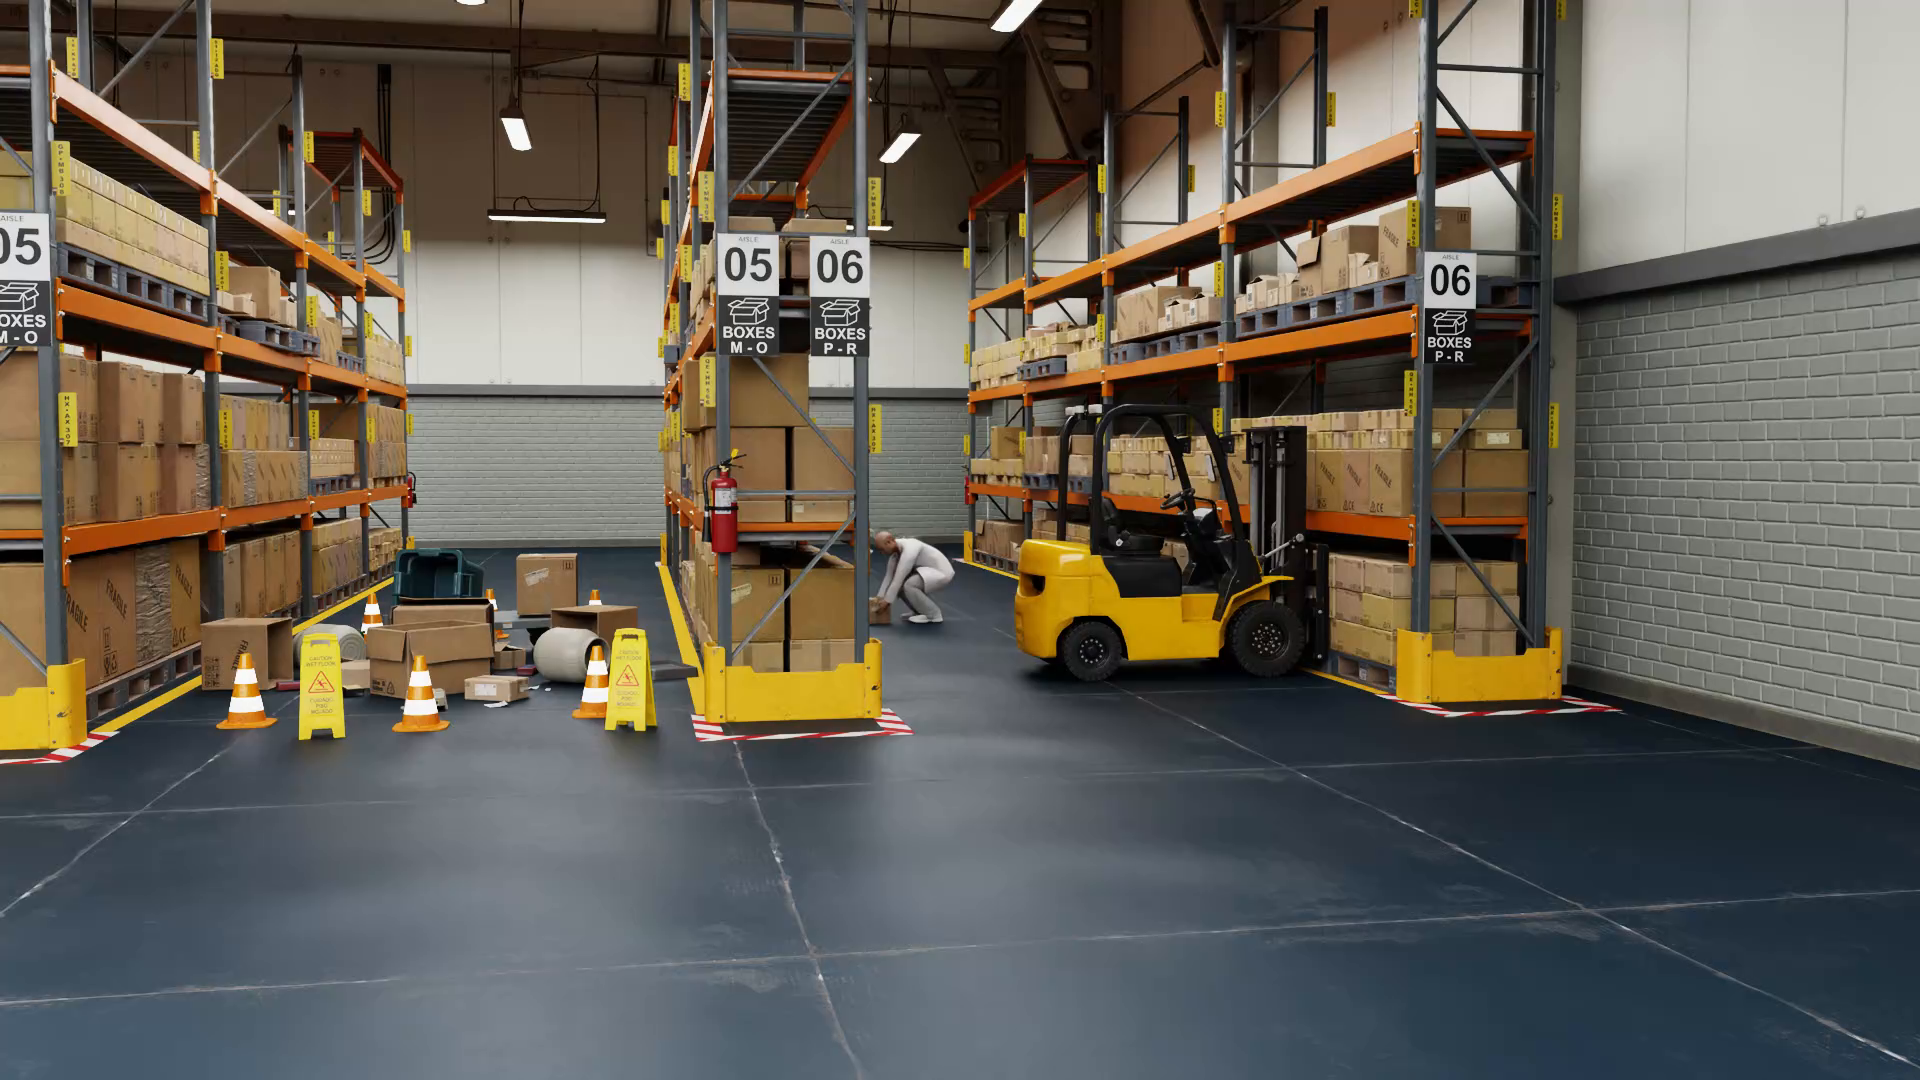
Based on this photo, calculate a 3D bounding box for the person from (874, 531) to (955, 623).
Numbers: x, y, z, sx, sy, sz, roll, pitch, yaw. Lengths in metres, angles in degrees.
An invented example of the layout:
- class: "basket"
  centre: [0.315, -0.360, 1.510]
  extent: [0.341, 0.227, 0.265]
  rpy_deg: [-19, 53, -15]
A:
- class: "person"
  centre: [-0.502, 0.386, 17.541]
  extent: [0.903, 0.964, 0.606]
  rpy_deg: [-1, 3, -12]
